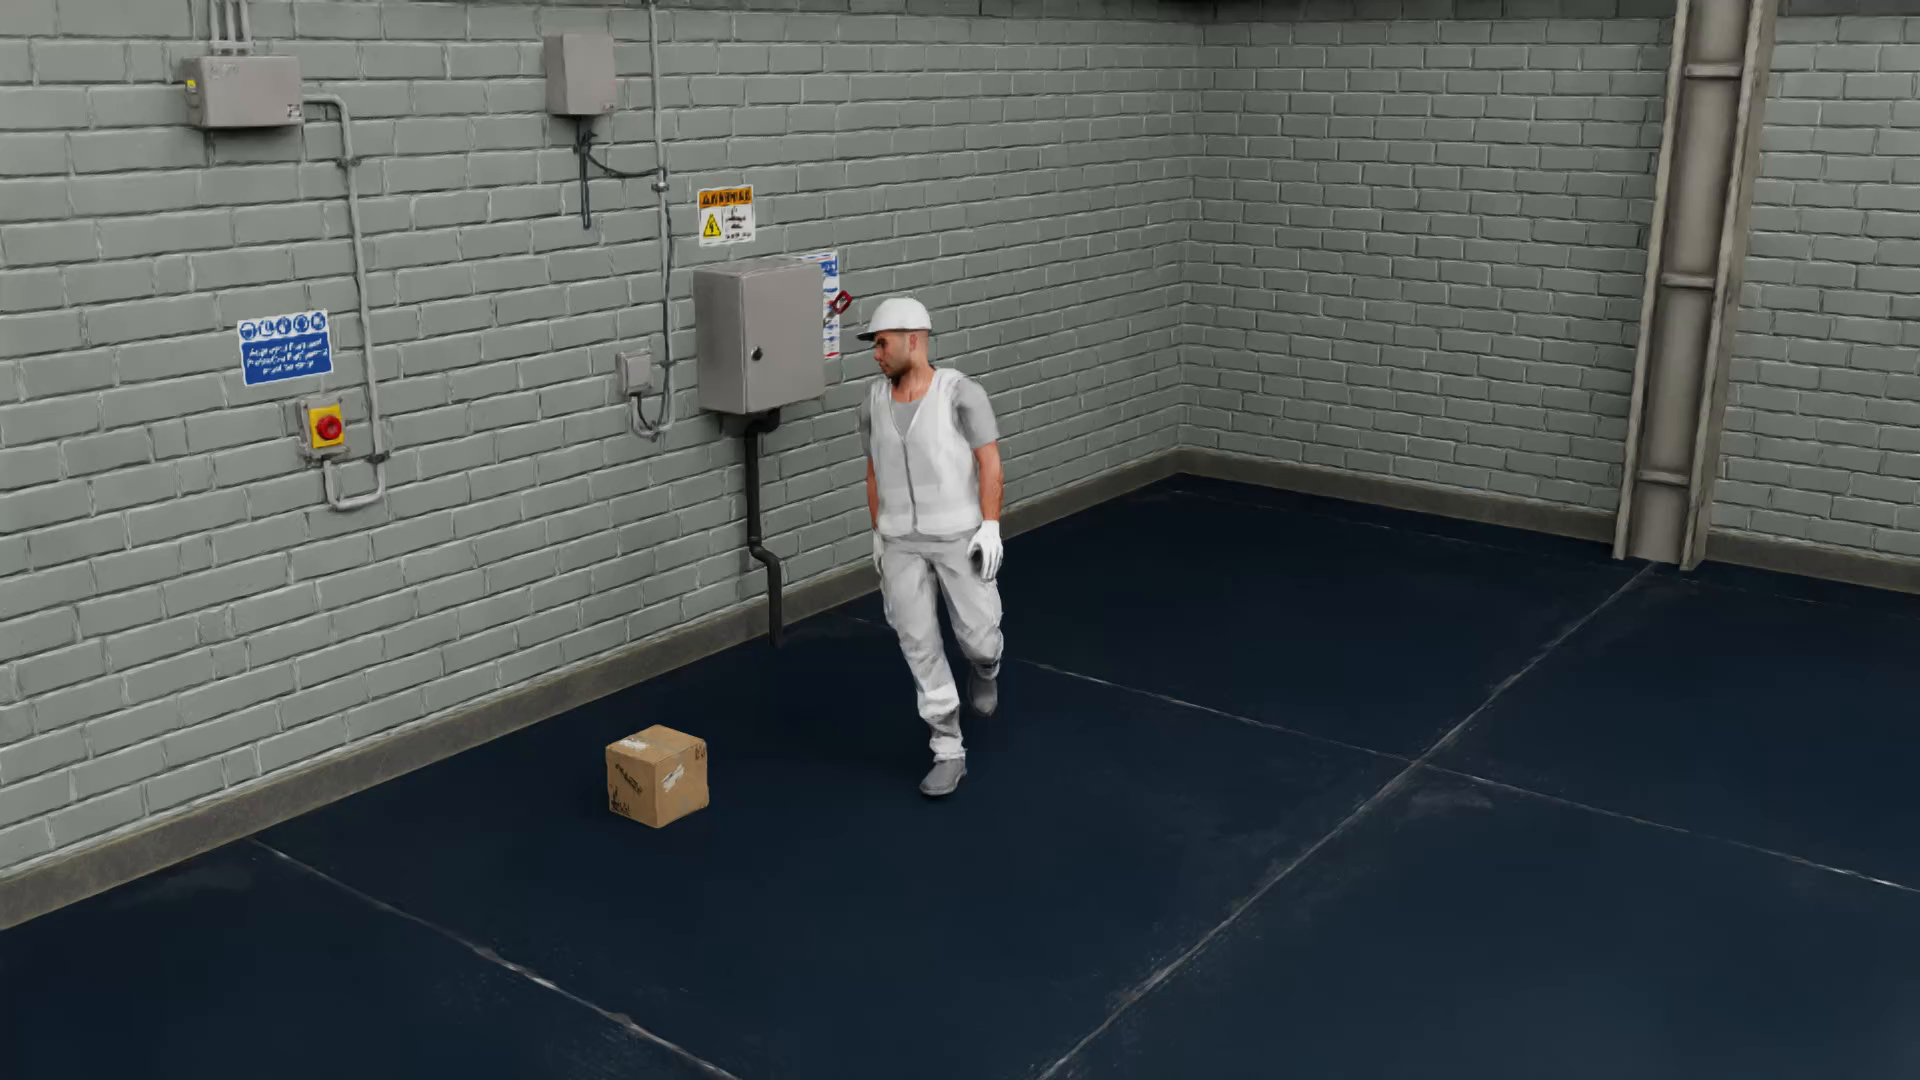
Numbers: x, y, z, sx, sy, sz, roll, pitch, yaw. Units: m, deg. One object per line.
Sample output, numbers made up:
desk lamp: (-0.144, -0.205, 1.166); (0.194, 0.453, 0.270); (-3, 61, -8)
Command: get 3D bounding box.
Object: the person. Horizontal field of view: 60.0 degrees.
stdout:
person: (-0.109, -0.004, 6.107); (0.616, 1.733, 0.775); (6, 17, 18)
